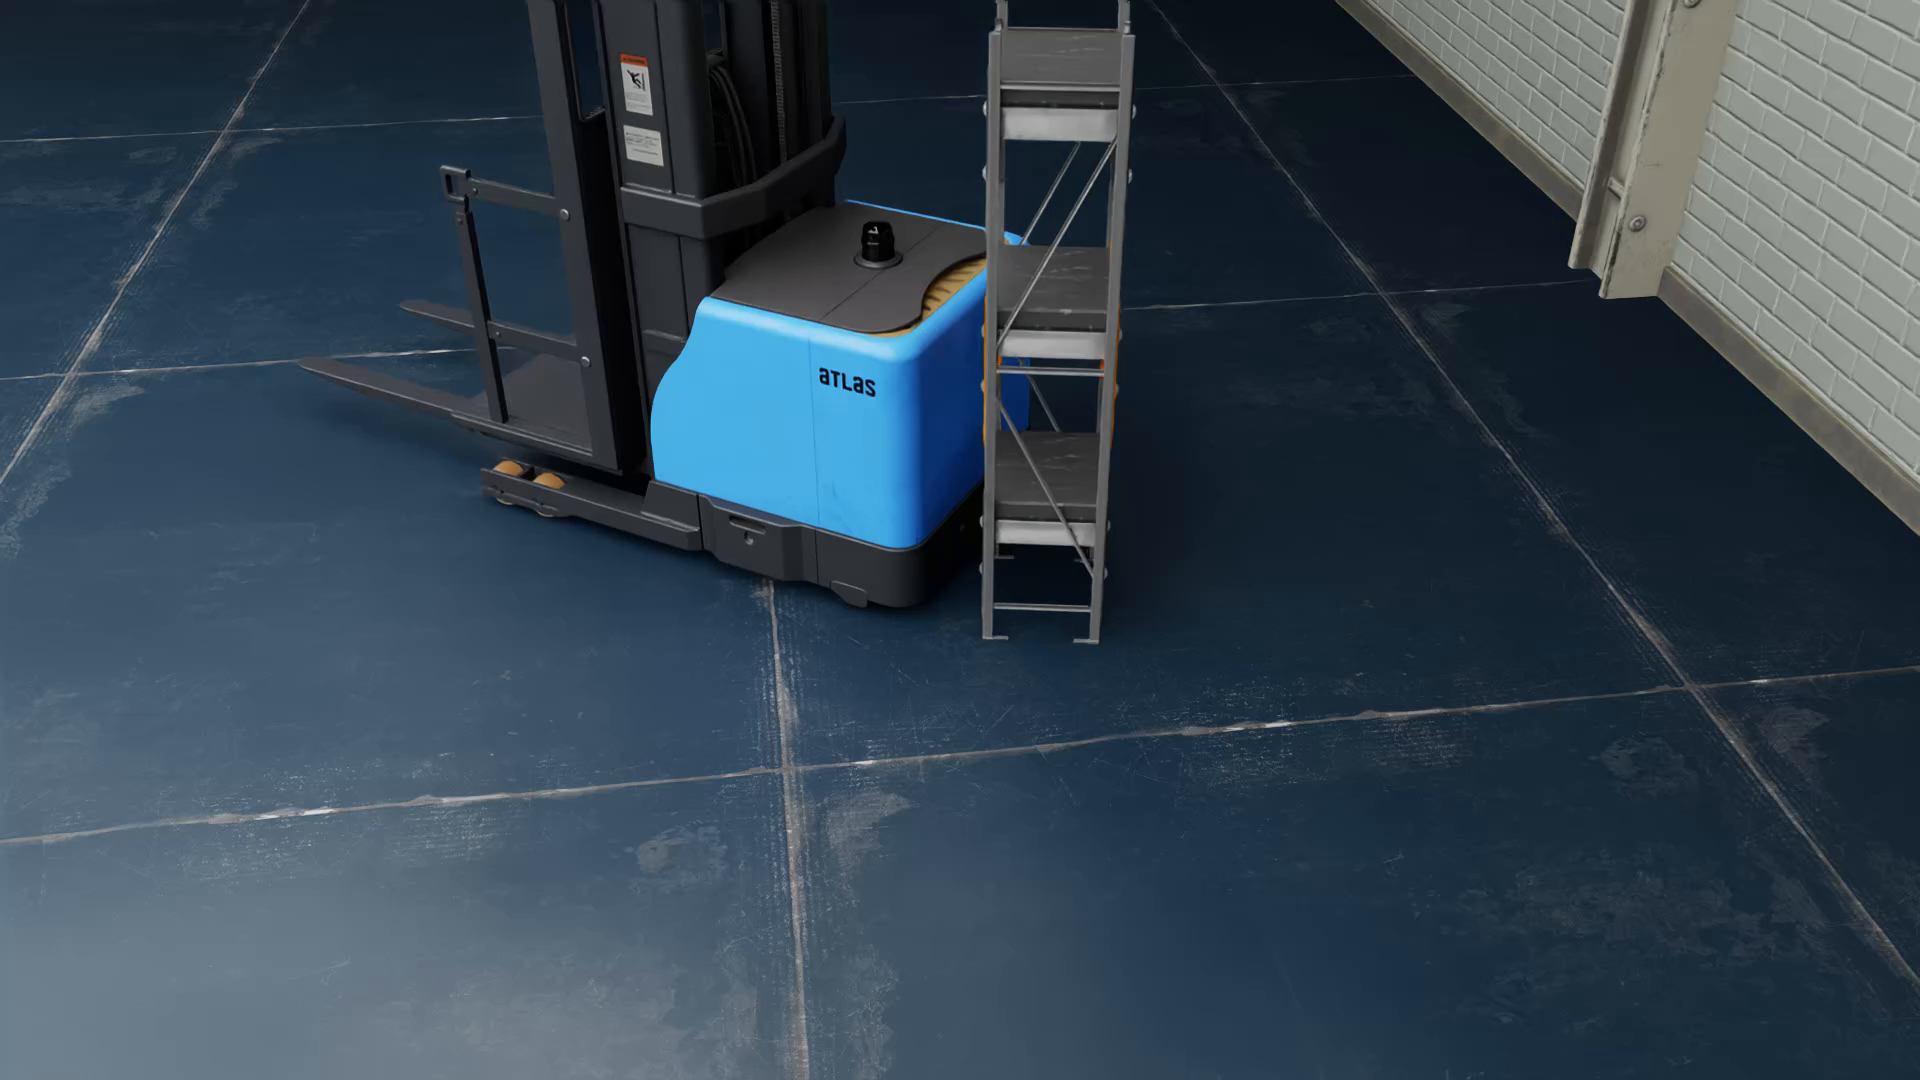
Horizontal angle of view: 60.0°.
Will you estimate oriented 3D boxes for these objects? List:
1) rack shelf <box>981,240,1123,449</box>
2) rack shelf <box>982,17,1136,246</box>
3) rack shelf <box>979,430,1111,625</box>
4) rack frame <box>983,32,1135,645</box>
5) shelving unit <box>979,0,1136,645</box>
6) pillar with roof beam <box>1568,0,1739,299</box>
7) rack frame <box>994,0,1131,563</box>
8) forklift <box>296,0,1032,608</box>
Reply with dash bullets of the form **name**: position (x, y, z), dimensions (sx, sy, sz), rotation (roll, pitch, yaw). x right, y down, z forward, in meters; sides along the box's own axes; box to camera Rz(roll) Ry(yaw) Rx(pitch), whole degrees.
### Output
- **rack shelf**: position (0.295, -0.644, 5.355), dimensions (0.431, 0.518, 0.480), rotation (2, 34, 3)
- **rack shelf**: position (0.295, -1.223, 4.961), dimensions (0.431, 0.518, 0.480), rotation (2, 34, 3)
- **rack shelf**: position (0.295, -0.066, 5.749), dimensions (0.431, 0.518, 0.480), rotation (2, 34, 3)
- **rack frame**: position (0.279, -0.518, 5.146), dimensions (0.400, 2.100, 0.015), rotation (2, 34, 3)
- **shelving unit**: position (0.295, -0.656, 5.347), dimensions (0.431, 2.100, 0.503), rotation (2, 34, 3)
- **pillar with roof beam**: position (-1.070, -4.665, 5.105), dimensions (9.100, 9.000, 0.400), rotation (-4, 35, -6)
- **rack frame**: position (0.310, -0.793, 5.549), dimensions (0.400, 2.100, 0.015), rotation (2, 34, 3)
- **forklift**: position (-1.274, -1.546, 5.915), dimensions (3.031, 2.935, 1.130), rotation (16, 37, 22)
